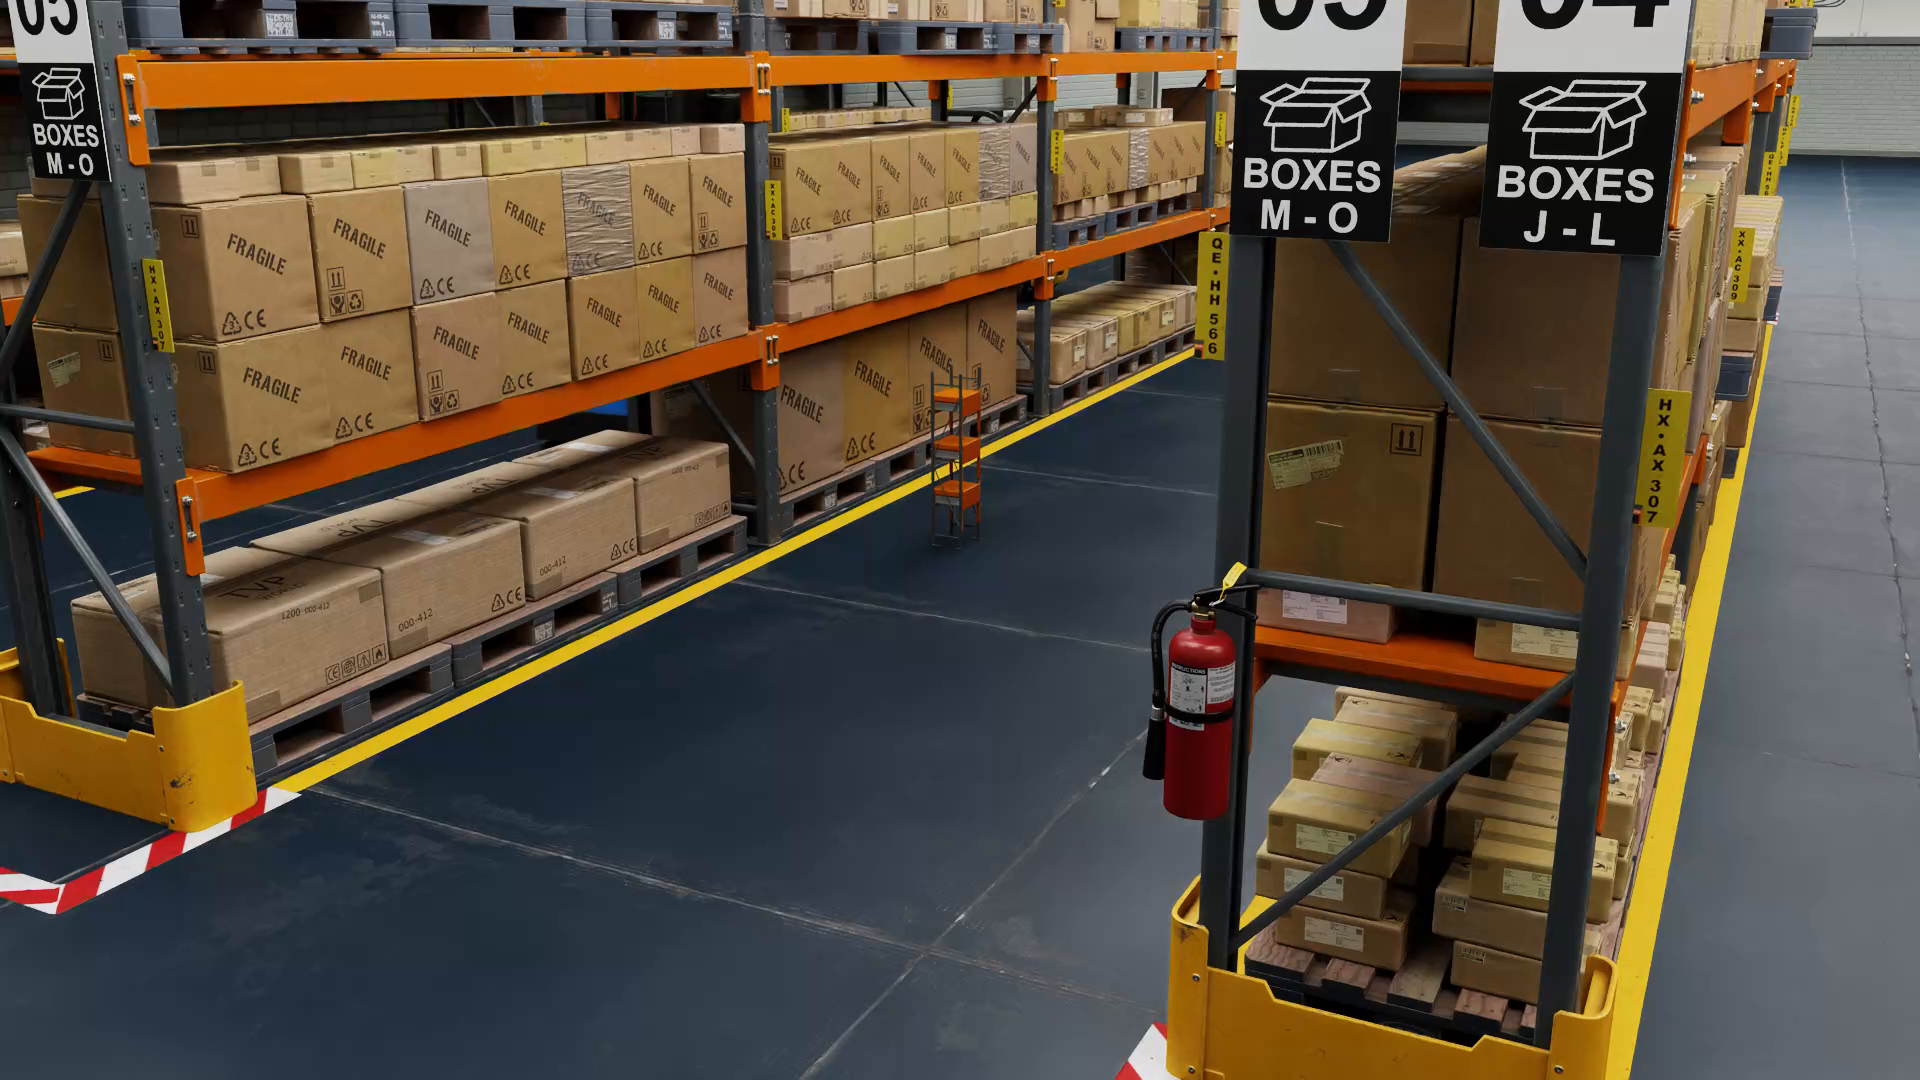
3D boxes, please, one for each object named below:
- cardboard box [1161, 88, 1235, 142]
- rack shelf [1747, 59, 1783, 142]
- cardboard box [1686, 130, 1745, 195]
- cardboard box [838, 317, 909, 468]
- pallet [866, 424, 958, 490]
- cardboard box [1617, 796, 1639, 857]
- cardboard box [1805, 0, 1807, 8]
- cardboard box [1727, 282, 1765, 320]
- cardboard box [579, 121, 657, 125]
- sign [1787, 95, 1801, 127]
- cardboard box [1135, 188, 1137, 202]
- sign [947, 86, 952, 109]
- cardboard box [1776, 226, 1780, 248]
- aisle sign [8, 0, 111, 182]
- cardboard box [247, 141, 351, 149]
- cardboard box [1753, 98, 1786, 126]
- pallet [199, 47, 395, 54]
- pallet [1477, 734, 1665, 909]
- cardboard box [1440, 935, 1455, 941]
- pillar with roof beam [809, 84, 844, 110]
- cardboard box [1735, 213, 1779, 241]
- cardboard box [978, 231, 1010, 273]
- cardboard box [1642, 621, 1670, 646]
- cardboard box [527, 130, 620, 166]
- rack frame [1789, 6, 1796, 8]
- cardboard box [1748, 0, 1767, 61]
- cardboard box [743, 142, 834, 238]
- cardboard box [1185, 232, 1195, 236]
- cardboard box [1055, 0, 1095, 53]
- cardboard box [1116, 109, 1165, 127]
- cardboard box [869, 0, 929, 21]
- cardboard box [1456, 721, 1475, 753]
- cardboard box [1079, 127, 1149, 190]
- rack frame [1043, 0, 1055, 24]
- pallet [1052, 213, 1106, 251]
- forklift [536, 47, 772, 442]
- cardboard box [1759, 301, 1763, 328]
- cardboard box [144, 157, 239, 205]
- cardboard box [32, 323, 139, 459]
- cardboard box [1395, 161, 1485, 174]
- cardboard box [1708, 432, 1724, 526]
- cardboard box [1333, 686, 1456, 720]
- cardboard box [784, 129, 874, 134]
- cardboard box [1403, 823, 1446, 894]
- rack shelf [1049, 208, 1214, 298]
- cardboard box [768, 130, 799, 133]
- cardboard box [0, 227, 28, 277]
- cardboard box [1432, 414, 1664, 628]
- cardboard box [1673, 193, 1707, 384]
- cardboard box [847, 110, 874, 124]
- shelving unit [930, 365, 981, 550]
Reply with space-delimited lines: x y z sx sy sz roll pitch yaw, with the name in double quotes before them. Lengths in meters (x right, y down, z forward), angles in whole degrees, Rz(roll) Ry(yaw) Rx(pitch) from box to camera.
"cardboard box" 2.423 -4.257 16.636 0.700 0.500 0.500 8 18 25
"rack shelf" 3.824 -2.464 9.046 1.077 0.370 4.000 8 18 25
"cardboard box" 4.928 -2.520 11.310 0.700 0.500 0.500 8 18 25
"cardboard box" -0.941 -1.047 11.276 0.875 0.875 0.875 9 19 27
"pallet" -0.721 -0.647 11.831 1.003 0.211 1.213 8 18 25
"cardboard box" 2.022 0.892 5.501 0.380 0.149 0.250 9 19 27
"cardboard box" 8.324 -5.516 16.885 0.500 0.250 0.500 8 18 26
"cardboard box" 3.518 -1.127 7.730 0.380 0.149 0.250 8 19 26
"cardboard box" -1.916 -2.256 9.281 0.380 0.149 0.250 8 18 25
"sign" 8.772 -4.514 17.504 0.100 0.325 0.005 8 18 25
"cardboard box" 1.371 -3.106 14.916 0.380 0.149 0.250 7 18 23
"sign" -0.144 -5.748 21.661 0.100 0.325 0.005 8 18 25
"cardboard box" 4.787 -1.852 10.172 0.380 0.149 0.250 9 19 27
"aisle sign" -3.103 -1.637 5.703 0.394 0.787 0.004 8 18 25
"cardboard box" -2.887 -1.662 7.281 0.380 0.149 0.250 8 18 25
"cardboard box" 7.207 -3.853 15.569 0.875 0.550 0.550 8 18 25
"pallet" -5.170 -3.865 12.832 1.213 0.211 1.003 8 18 25
"pallet" 2.118 0.963 6.412 1.003 0.211 1.213 8 18 25
"cardboard box" 1.708 1.153 5.143 0.380 0.149 0.250 8 18 25
"pillar with roof beam" 2.111 -7.418 19.194 9.100 9.000 0.400 8 18 25
"cardboard box" 4.329 -1.734 9.253 0.380 0.149 0.250 9 19 28
"cardboard box" 0.037 -2.118 12.151 0.500 0.250 0.500 8 19 26
"cardboard box" 2.597 0.414 6.587 0.380 0.149 0.250 7 18 23
"cardboard box" -1.907 -1.934 8.196 0.380 0.149 0.250 8 18 25
"rack frame" 6.505 -5.775 13.662 1.000 3.000 0.127 8 18 25
"cardboard box" 2.953 -2.068 6.714 0.500 0.250 0.500 9 19 27
"cardboard box" -1.089 -2.068 9.787 0.500 0.500 0.500 8 18 26
"cardboard box" 2.282 -3.060 17.834 0.500 0.500 0.500 8 19 26
"cardboard box" 0.677 -4.210 13.487 0.700 0.500 0.500 8 18 25
"cardboard box" 1.630 -3.809 15.007 0.380 0.149 0.250 7 18 23
"cardboard box" -0.413 -3.461 10.639 0.396 0.266 0.258 10 19 30
"cardboard box" 1.706 0.680 6.212 0.380 0.149 0.250 9 19 28
"cardboard box" 1.341 -3.357 14.624 0.500 0.500 0.500 7 18 23
"rack frame" 0.245 -5.360 12.266 1.000 3.000 0.127 8 18 25
"pallet" 0.468 -2.587 13.804 1.213 0.211 1.003 8 18 25
"forklift" -2.124 -2.429 13.056 1.130 2.935 3.031 6 18 21
"cardboard box" 3.752 -1.119 8.226 0.380 0.149 0.250 8 18 26
"cardboard box" -2.924 -1.340 6.196 0.380 0.149 0.250 9 19 27
"cardboard box" -3.351 -0.651 6.772 0.500 0.500 0.500 8 18 26
"cardboard box" 1.810 -1.058 5.865 0.500 0.500 0.500 7 18 23
"cardboard box" 4.201 -0.414 9.802 0.500 0.500 0.500 7 18 23
"cardboard box" 1.562 0.598 5.966 0.380 0.149 0.250 9 19 27
"cardboard box" -0.881 -2.531 11.347 0.500 0.500 0.500 8 19 26
"cardboard box" 1.411 1.028 5.566 0.380 0.149 0.250 8 18 25
"rack shelf" 1.138 -2.649 14.937 1.077 0.370 4.000 8 18 25
"cardboard box" -2.033 -4.540 18.727 0.380 0.149 0.250 8 18 24
"cardboard box" -6.205 -1.876 10.814 0.500 0.250 0.500 8 18 26
"cardboard box" 1.591 -0.112 4.436 0.500 0.500 0.500 9 19 28
"cardboard box" 1.801 -0.722 4.733 0.500 0.500 0.500 9 19 27
"cardboard box" -1.275 -5.144 20.239 0.380 0.149 0.250 8 18 26
"shelving unit" -0.024 -0.490 9.829 0.215 1.050 0.252 8 18 25
